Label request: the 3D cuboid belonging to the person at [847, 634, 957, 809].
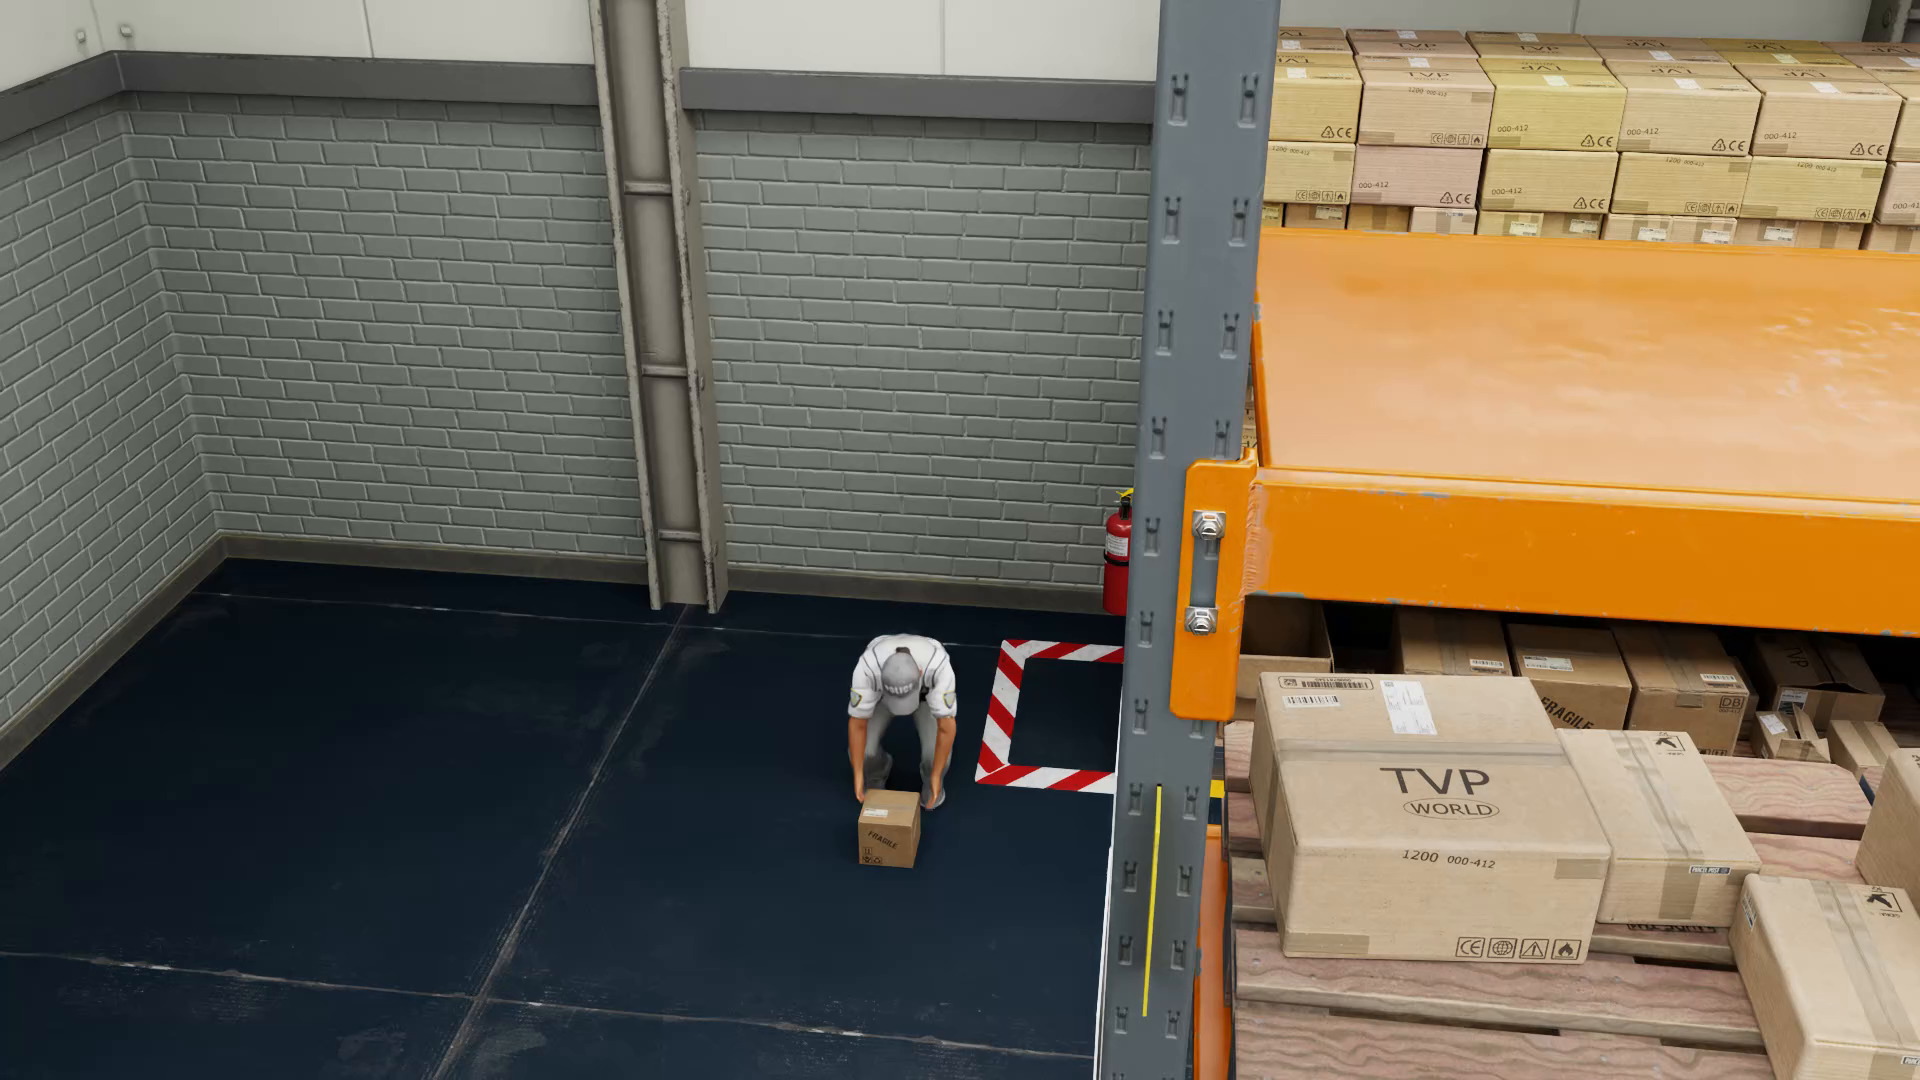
[{"bbox_3d":[-0.260,0.822,7.874,0.531,1.041,0.841,3,29,6],"label":"person"}]
